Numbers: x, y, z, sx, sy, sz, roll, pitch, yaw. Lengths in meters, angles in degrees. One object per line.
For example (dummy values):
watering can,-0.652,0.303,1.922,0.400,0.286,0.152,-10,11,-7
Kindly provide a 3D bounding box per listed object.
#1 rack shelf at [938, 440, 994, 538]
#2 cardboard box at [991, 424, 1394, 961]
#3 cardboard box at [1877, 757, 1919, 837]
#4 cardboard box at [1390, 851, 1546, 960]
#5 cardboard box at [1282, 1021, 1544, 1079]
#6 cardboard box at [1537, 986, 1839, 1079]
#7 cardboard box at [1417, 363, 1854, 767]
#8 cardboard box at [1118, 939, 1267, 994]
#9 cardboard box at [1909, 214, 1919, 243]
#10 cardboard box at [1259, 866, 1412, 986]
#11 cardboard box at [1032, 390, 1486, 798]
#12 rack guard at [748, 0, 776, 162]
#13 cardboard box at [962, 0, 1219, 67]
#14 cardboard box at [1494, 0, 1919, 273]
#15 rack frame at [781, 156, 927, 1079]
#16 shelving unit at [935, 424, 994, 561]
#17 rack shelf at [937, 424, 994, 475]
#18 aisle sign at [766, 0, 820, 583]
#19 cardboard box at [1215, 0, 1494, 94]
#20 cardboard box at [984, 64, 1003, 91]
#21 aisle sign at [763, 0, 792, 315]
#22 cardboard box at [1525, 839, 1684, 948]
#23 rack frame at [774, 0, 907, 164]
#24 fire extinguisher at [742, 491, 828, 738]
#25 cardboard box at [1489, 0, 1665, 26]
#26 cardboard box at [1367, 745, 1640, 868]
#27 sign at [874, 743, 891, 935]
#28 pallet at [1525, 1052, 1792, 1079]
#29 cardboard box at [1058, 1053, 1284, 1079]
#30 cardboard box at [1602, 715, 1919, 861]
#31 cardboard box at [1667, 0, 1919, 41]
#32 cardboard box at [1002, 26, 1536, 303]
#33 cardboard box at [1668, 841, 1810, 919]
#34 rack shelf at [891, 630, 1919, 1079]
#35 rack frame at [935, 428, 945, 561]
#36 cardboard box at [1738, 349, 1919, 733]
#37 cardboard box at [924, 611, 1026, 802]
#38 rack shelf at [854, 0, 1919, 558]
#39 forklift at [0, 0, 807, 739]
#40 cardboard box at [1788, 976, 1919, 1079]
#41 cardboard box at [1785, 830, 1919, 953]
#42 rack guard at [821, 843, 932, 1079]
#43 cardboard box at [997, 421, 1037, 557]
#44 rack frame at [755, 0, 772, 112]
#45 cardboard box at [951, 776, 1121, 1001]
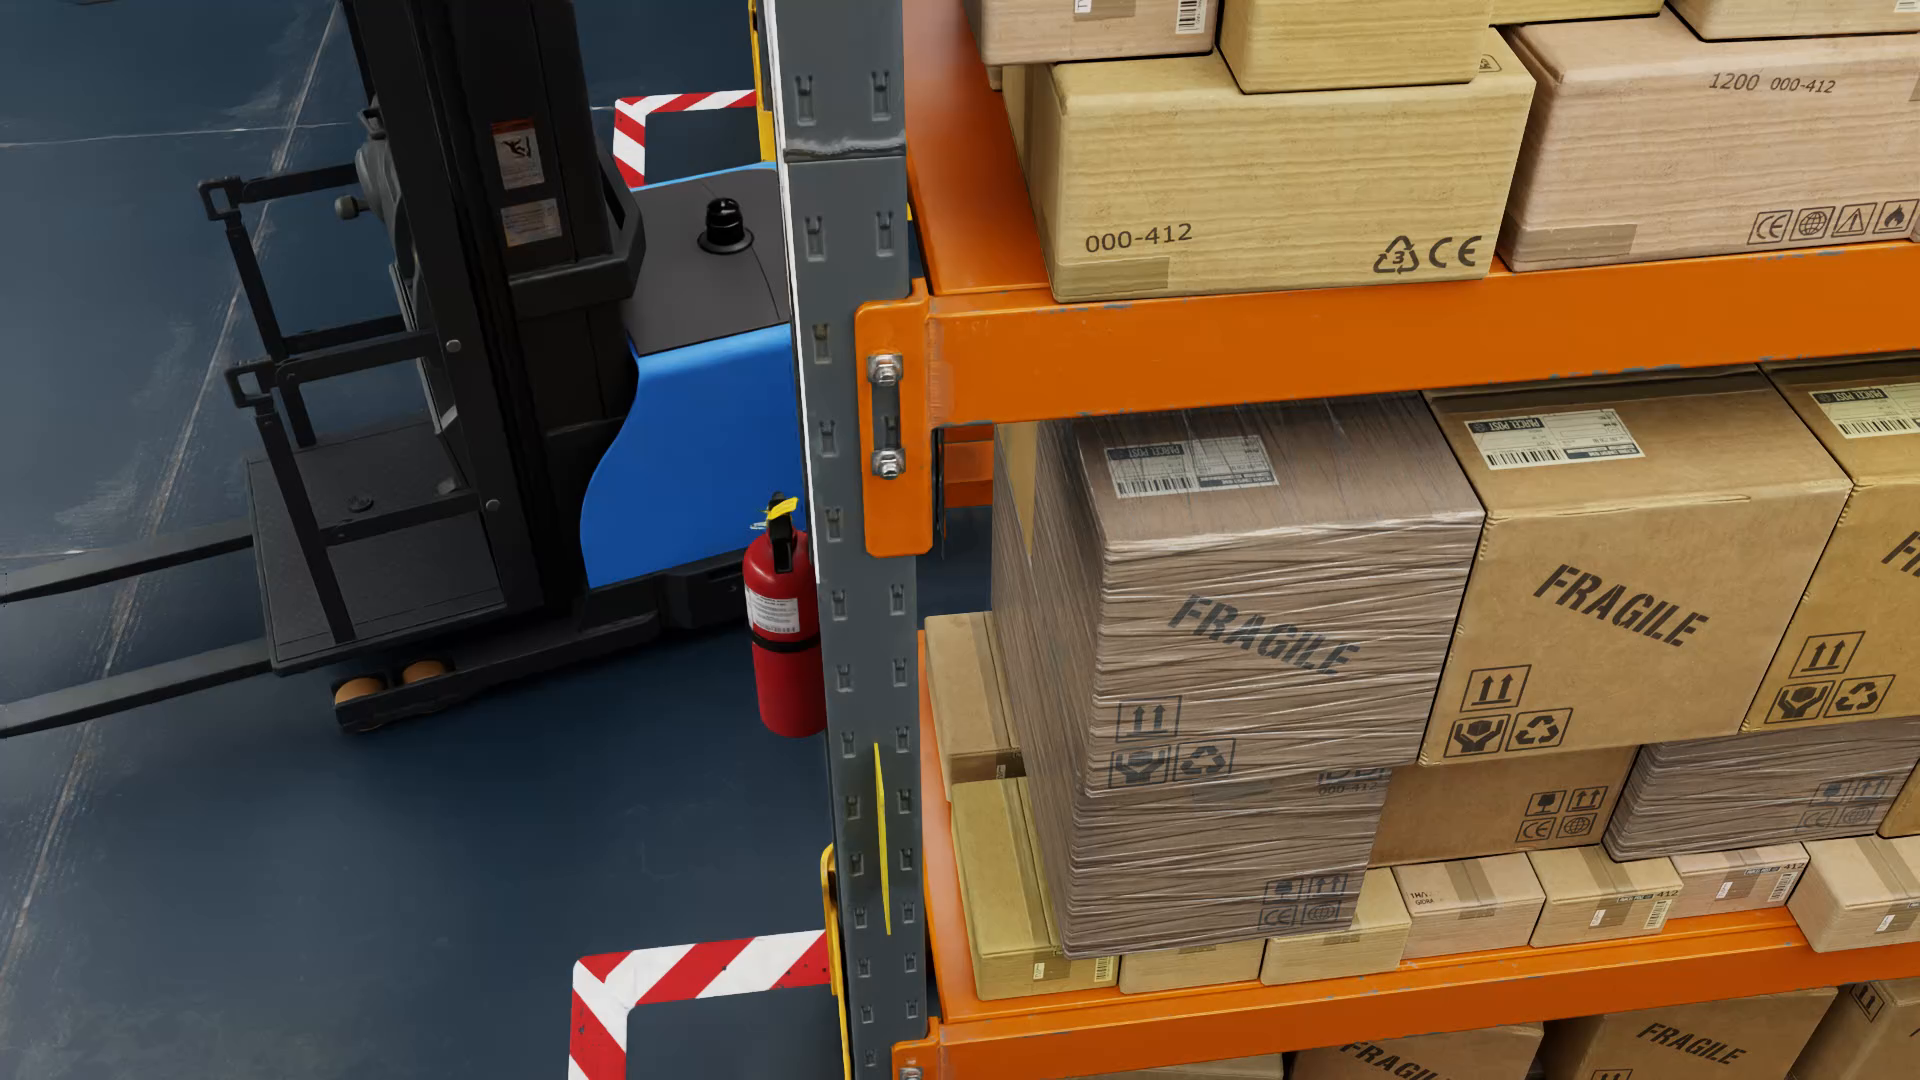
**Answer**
rack shelf,0.053,-0.180,5.597,0.240,0.259,0.215,-5,42,-6
cardboard box,0.367,0.215,2.975,0.500,0.500,0.875,-5,42,-6
cardboard box,1.846,0.042,3.168,0.500,0.500,0.875,-5,42,-6
cardboard box,0.877,0.563,3.074,0.250,0.149,0.380,-5,42,-6
cardboard box,1.028,1.047,3.903,0.500,0.500,0.500,5,42,6
cardboard box,1.651,1.005,3.949,0.500,0.500,0.500,-1,42,-2
cardboard box,0.896,-0.032,2.503,0.500,0.500,0.500,-5,42,-6
cardboard box,0.382,0.610,3.022,0.250,0.149,0.380,-5,42,-6
cardboard box,1.332,-0.625,2.076,0.500,0.250,0.500,-5,42,-6
cardboard box,0.632,0.598,3.035,0.250,0.149,0.380,-5,42,-6
cardboard box,0.399,0.007,2.460,0.500,0.500,0.500,-5,42,-6
rack guard,-0.755,-2.007,7.602,0.348,0.500,1.175,-5,42,-6
cardboard box,0.121,-0.684,1.844,0.250,0.149,0.380,-5,42,-6
cardboard box,0.840,-0.585,2.031,0.500,0.250,0.500,-6,42,-6
rack frame,-0.182,0.392,3.076,0.127,3.000,1.000,-5,42,-6
shelving unit,0.053,-0.394,5.404,0.252,1.050,0.215,-5,42,-6
rack shelf,0.053,-0.387,5.411,0.240,0.259,0.215,-5,42,-6
aisle sign,-0.204,-0.368,1.978,0.004,0.787,0.394,-5,42,-6
cardboard box,0.391,-0.643,1.798,0.250,0.149,0.380,-4,42,-5
cardboard box,0.263,-0.876,2.355,0.500,0.250,0.500,-4,42,-5
aisle sign,-0.282,-0.767,2.420,0.004,0.787,0.394,-5,42,-6
cardboard box,1.126,0.546,3.093,0.250,0.149,0.380,-5,42,-6
rack frame,-0.182,-1.835,1.066,0.127,3.000,1.000,-5,42,-6
fire extinguisher,-0.355,0.125,3.430,0.183,0.674,0.296,-5,42,-6
cardboard box,0.625,-0.746,1.913,0.250,0.149,0.380,-6,42,-6
cardboard box,0.847,0.092,3.112,0.500,0.500,0.875,-5,42,-6
sign,-0.111,0.431,2.386,0.005,0.325,0.100,-5,42,-6
pallet,1.911,1.270,4.184,1.213,0.211,1.003,-5,42,-6
cardboard box,0.439,1.121,3.820,0.500,0.500,0.500,2,42,2
cardboard box,1.349,0.077,3.128,0.500,0.500,0.875,-5,42,-6
cardboard box,0.905,-0.723,1.886,0.250,0.149,0.380,-3,42,-4
cardboard box,0.329,-0.536,1.977,0.500,0.250,0.500,-4,42,-4
cardboard box,1.370,0.506,3.137,0.250,0.149,0.380,-5,42,-6
rack shelf,1.801,0.486,3.509,4.000,0.370,1.077,-5,42,-6
rack frame,-0.068,-0.384,5.392,0.008,1.050,0.200,-5,42,-6
cardboard box,1.391,-0.076,2.552,0.500,0.500,0.500,-5,42,-6
cardboard box,0.074,0.324,3.339,0.250,0.149,0.380,-5,42,-6
rack shelf,1.801,-0.628,2.504,4.000,0.370,1.077,-5,42,-6
forklift,-1.752,-0.906,4.566,3.031,2.935,1.130,-15,44,-16
cardboard box,2.210,0.986,3.970,0.500,0.500,0.500,-9,43,-9
cardboard box,1.632,0.553,3.085,0.250,0.149,0.380,-5,42,-6
rack guard,-0.107,1.314,3.920,0.348,0.500,1.175,-5,42,-6
cardboard box,0.331,-0.338,2.842,0.500,0.500,0.500,-5,42,-6
rack frame,-0.824,-2.897,6.722,0.127,3.000,1.000,-5,42,-6
cardboard box,0.132,0.619,3.012,0.250,0.149,0.380,-5,42,-6
